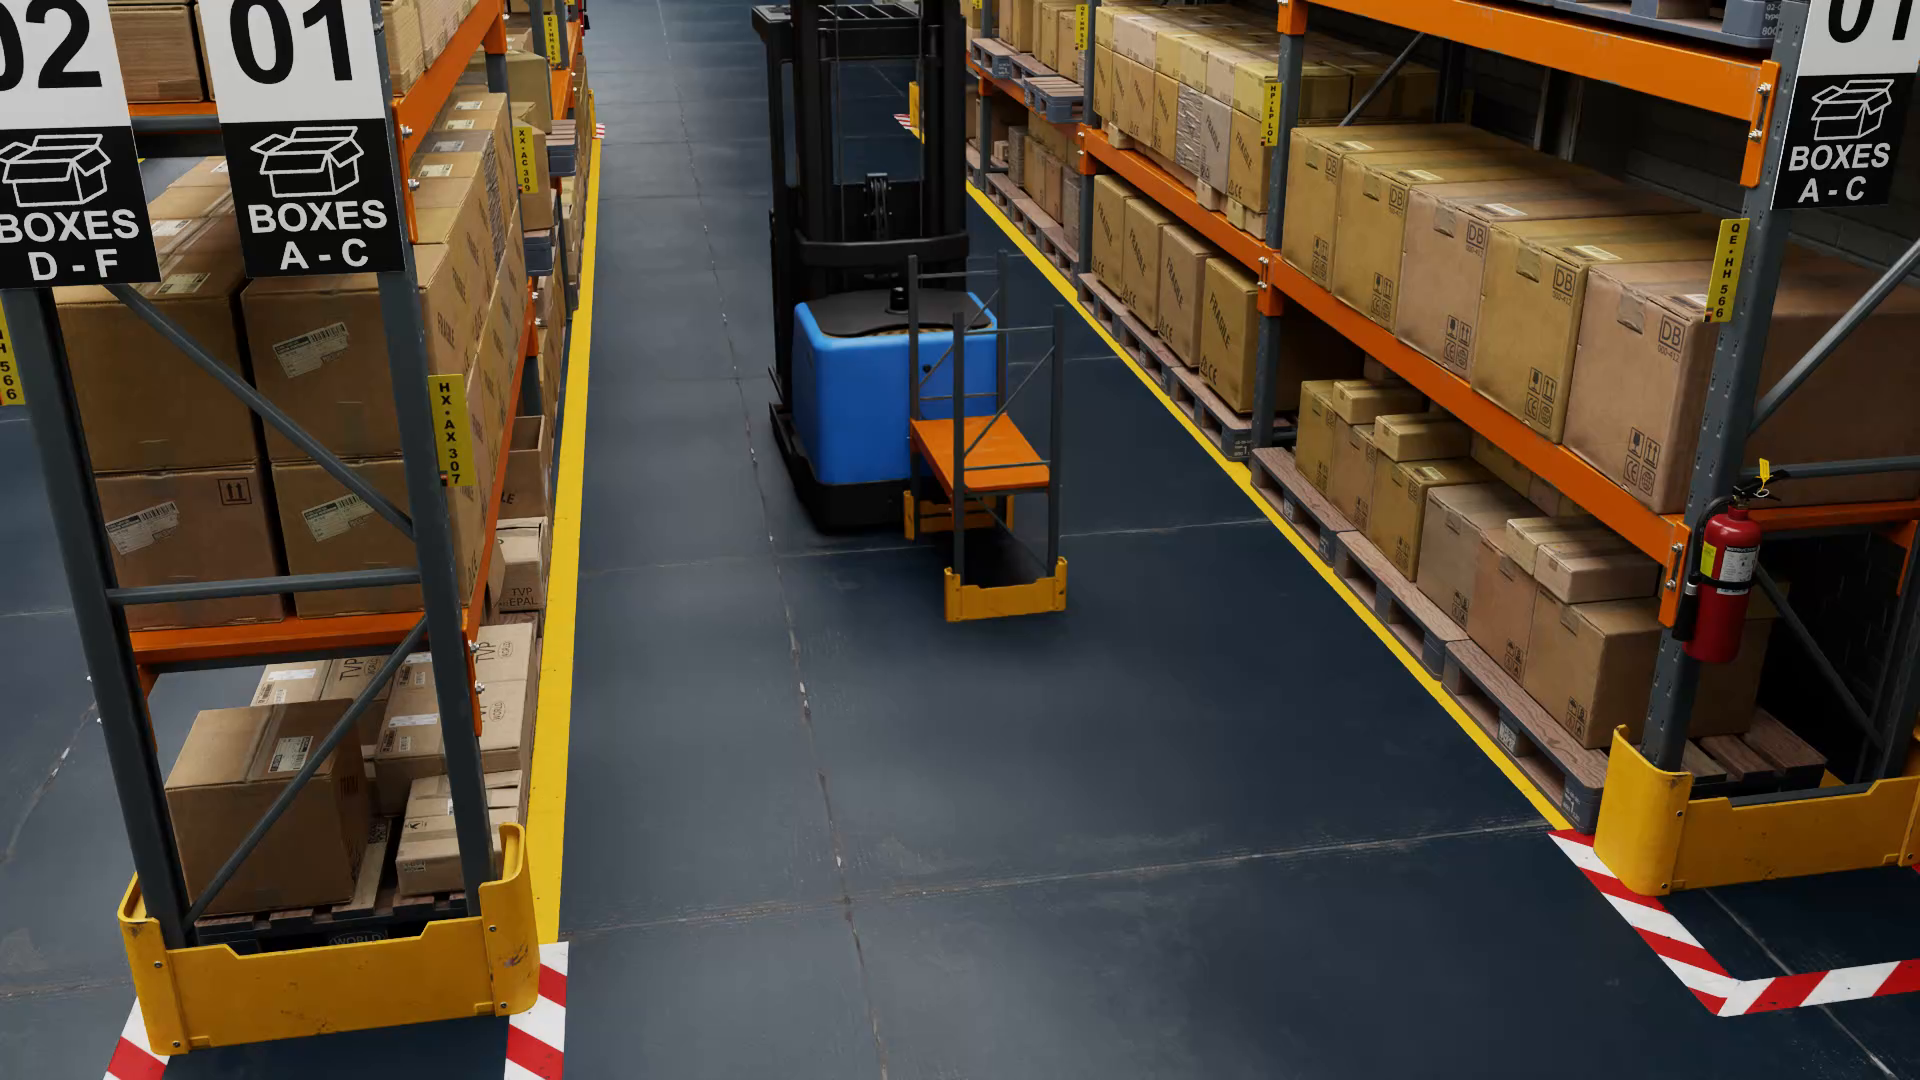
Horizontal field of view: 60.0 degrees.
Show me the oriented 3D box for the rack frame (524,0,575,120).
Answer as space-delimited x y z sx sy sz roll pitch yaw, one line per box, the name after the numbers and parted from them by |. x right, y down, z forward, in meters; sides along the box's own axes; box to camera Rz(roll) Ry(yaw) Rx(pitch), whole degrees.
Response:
-4.163 -4.584 15.498 1.000 3.000 0.127 -4 24 -10 | rack frame

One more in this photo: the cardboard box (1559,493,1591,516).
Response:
2.775 -0.107 7.036 0.380 0.149 0.250 -4 24 -9 | cardboard box

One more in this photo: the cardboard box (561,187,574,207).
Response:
-3.337 -2.634 13.243 0.500 0.311 0.500 -5 24 -11 | cardboard box

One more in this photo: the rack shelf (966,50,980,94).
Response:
0.335 -5.409 18.286 1.077 0.370 4.000 -4 24 -10 | rack shelf

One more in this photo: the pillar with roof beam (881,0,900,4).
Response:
-5.505 -13.465 28.336 9.100 9.000 0.400 -4 24 -10 | pillar with roof beam

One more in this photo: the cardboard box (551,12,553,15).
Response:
-4.355 -5.011 16.350 0.700 0.500 0.500 -5 24 -10 | cardboard box

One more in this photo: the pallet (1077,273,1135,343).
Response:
1.516 -1.785 12.574 1.003 0.211 1.213 -4 24 -10 | pallet

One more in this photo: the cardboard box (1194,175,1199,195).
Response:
1.683 -2.215 10.362 0.380 0.149 0.250 -4 24 -10 | cardboard box

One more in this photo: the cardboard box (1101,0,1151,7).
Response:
1.277 -4.182 13.093 0.380 0.149 0.250 -8 25 -19 | cardboard box

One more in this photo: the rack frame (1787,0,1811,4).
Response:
2.924 -2.981 4.333 1.000 3.000 0.127 -4 24 -10 | rack frame

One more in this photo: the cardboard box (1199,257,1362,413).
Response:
1.936 -1.259 10.045 0.750 0.750 0.750 -4 24 -9 | cardboard box

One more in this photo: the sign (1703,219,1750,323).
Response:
2.388 -0.836 5.175 0.100 0.325 0.005 -4 24 -10 | sign

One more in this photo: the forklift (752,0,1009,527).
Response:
-0.561 -1.973 9.606 1.130 2.935 3.031 -5 24 -12 | forklift

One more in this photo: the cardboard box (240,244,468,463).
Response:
-1.767 -0.562 4.915 0.500 0.500 0.500 -4 24 -8 | cardboard box

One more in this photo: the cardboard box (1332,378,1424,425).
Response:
2.105 -0.700 8.392 0.380 0.149 0.250 -4 24 -8 | cardboard box

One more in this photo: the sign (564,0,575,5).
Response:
-3.631 -5.122 15.383 0.100 0.325 0.005 -4 24 -10 | sign

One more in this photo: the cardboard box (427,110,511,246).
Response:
-2.238 -1.560 7.200 0.500 0.500 0.500 -5 24 -11 | cardboard box

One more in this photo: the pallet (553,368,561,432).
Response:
-3.100 -0.957 10.678 1.003 0.211 1.213 -4 24 -10 | pallet

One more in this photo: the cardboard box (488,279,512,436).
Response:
-2.048 -0.701 6.482 0.500 0.500 0.500 -4 24 -9 | cardboard box

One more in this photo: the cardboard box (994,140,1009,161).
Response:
0.576 -4.063 17.297 0.380 0.166 0.250 -8 25 -17 | cardboard box

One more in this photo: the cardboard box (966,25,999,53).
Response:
0.319 -5.056 16.742 0.500 0.250 0.500 -4 24 -10 | cardboard box

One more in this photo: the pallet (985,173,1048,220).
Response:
0.850 -3.368 16.198 1.003 0.211 1.213 -4 24 -10 | pallet

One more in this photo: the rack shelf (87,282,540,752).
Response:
-2.314 -0.321 6.636 1.077 0.370 4.000 -4 24 -10 | rack shelf

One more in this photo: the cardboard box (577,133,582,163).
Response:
-3.806 -3.635 15.536 0.500 0.311 0.500 -4 24 -10 | cardboard box

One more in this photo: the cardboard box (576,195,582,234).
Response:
-3.522 -2.774 14.265 0.500 0.250 0.500 -4 24 -9 | cardboard box

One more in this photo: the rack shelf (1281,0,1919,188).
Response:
2.554 -2.064 6.878 1.077 0.370 4.000 -4 24 -10 | rack shelf

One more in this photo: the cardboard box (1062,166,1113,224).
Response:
1.279 -2.925 14.274 0.700 0.500 0.500 -4 24 -10 | cardboard box

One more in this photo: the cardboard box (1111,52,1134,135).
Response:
1.370 -3.153 11.701 0.500 0.500 0.500 -4 24 -8 | cardboard box

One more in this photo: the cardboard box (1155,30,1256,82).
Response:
1.572 -3.108 10.660 0.500 0.250 0.500 -5 24 -11 | cardboard box

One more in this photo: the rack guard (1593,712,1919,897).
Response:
2.928 0.923 6.012 1.175 0.500 0.348 -4 24 -10 | rack guard

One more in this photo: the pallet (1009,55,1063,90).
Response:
1.038 -4.066 14.553 1.003 0.211 1.213 -4 24 -10 | pallet

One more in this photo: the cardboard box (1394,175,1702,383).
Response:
2.542 -1.155 7.273 0.980 0.700 0.700 -5 24 -12 | cardboard box

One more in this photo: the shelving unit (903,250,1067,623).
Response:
0.105 -0.532 8.093 0.587 1.500 1.083 -5 24 -12 | shelving unit

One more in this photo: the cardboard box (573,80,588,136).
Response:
-4.126 -4.459 17.185 0.500 0.500 0.500 -4 24 -10 | cardboard box

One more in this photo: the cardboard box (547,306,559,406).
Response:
-2.728 -1.108 10.112 0.500 0.500 0.500 -4 24 -9 | cardboard box

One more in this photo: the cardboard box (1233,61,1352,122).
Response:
1.846 -2.505 9.280 0.500 0.250 0.500 -4 24 -8 | cardboard box

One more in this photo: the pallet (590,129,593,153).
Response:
-4.720 -4.582 18.977 1.003 0.211 1.213 -4 24 -10 | pallet

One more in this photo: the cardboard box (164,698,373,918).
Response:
-2.287 0.884 5.551 0.500 0.500 0.500 -4 24 -10 | cardboard box

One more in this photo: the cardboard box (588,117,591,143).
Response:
-4.315 -4.508 18.235 0.500 0.250 0.500 -4 24 -10 | cardboard box

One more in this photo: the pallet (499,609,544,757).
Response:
-2.329 0.592 7.132 1.003 0.211 1.213 -4 24 -10 | pallet

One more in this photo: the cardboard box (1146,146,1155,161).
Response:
1.506 -2.724 11.529 0.380 0.149 0.250 -4 24 -9 | cardboard box

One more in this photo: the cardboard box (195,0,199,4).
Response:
-1.783 -1.620 4.527 0.500 0.250 0.500 -4 24 -10 | cardboard box

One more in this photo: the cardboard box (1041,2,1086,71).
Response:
1.095 -4.299 14.170 0.700 0.500 0.500 -4 24 -10 | cardboard box

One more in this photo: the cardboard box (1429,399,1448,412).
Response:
2.539 -0.609 8.184 0.380 0.149 0.250 -5 24 -11 | cardboard box

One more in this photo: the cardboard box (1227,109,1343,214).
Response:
1.851 -2.160 9.425 0.500 0.500 0.500 -5 24 -11 | cardboard box

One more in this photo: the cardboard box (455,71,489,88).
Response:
-3.215 -2.636 10.387 0.700 0.500 0.500 0 24 0 | cardboard box

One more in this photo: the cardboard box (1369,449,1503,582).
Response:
2.404 -0.151 7.946 0.700 0.500 0.500 -4 24 -9 | cardboard box

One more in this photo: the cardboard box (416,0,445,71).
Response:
-1.869 -1.588 5.079 0.500 0.250 0.500 -4 24 -10 | cardboard box

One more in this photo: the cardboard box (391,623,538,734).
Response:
-1.951 0.566 6.591 0.500 0.250 0.500 -4 24 -10 | cardboard box

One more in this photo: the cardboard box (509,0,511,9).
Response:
-4.468 -5.116 15.780 0.380 0.149 0.250 -5 24 -11 | cardboard box

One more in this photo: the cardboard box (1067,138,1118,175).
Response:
1.216 -3.287 14.164 0.500 0.250 0.500 -4 24 -9 | cardboard box

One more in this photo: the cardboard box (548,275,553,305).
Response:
-2.812 -1.636 10.384 0.500 0.250 0.500 -5 24 -11 | cardboard box

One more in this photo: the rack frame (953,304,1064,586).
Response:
0.217 -0.337 7.647 0.500 1.500 0.032 -5 24 -12 | rack frame

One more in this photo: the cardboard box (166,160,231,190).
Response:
-2.586 -1.127 6.208 0.500 0.500 0.500 -4 24 -8 | cardboard box
